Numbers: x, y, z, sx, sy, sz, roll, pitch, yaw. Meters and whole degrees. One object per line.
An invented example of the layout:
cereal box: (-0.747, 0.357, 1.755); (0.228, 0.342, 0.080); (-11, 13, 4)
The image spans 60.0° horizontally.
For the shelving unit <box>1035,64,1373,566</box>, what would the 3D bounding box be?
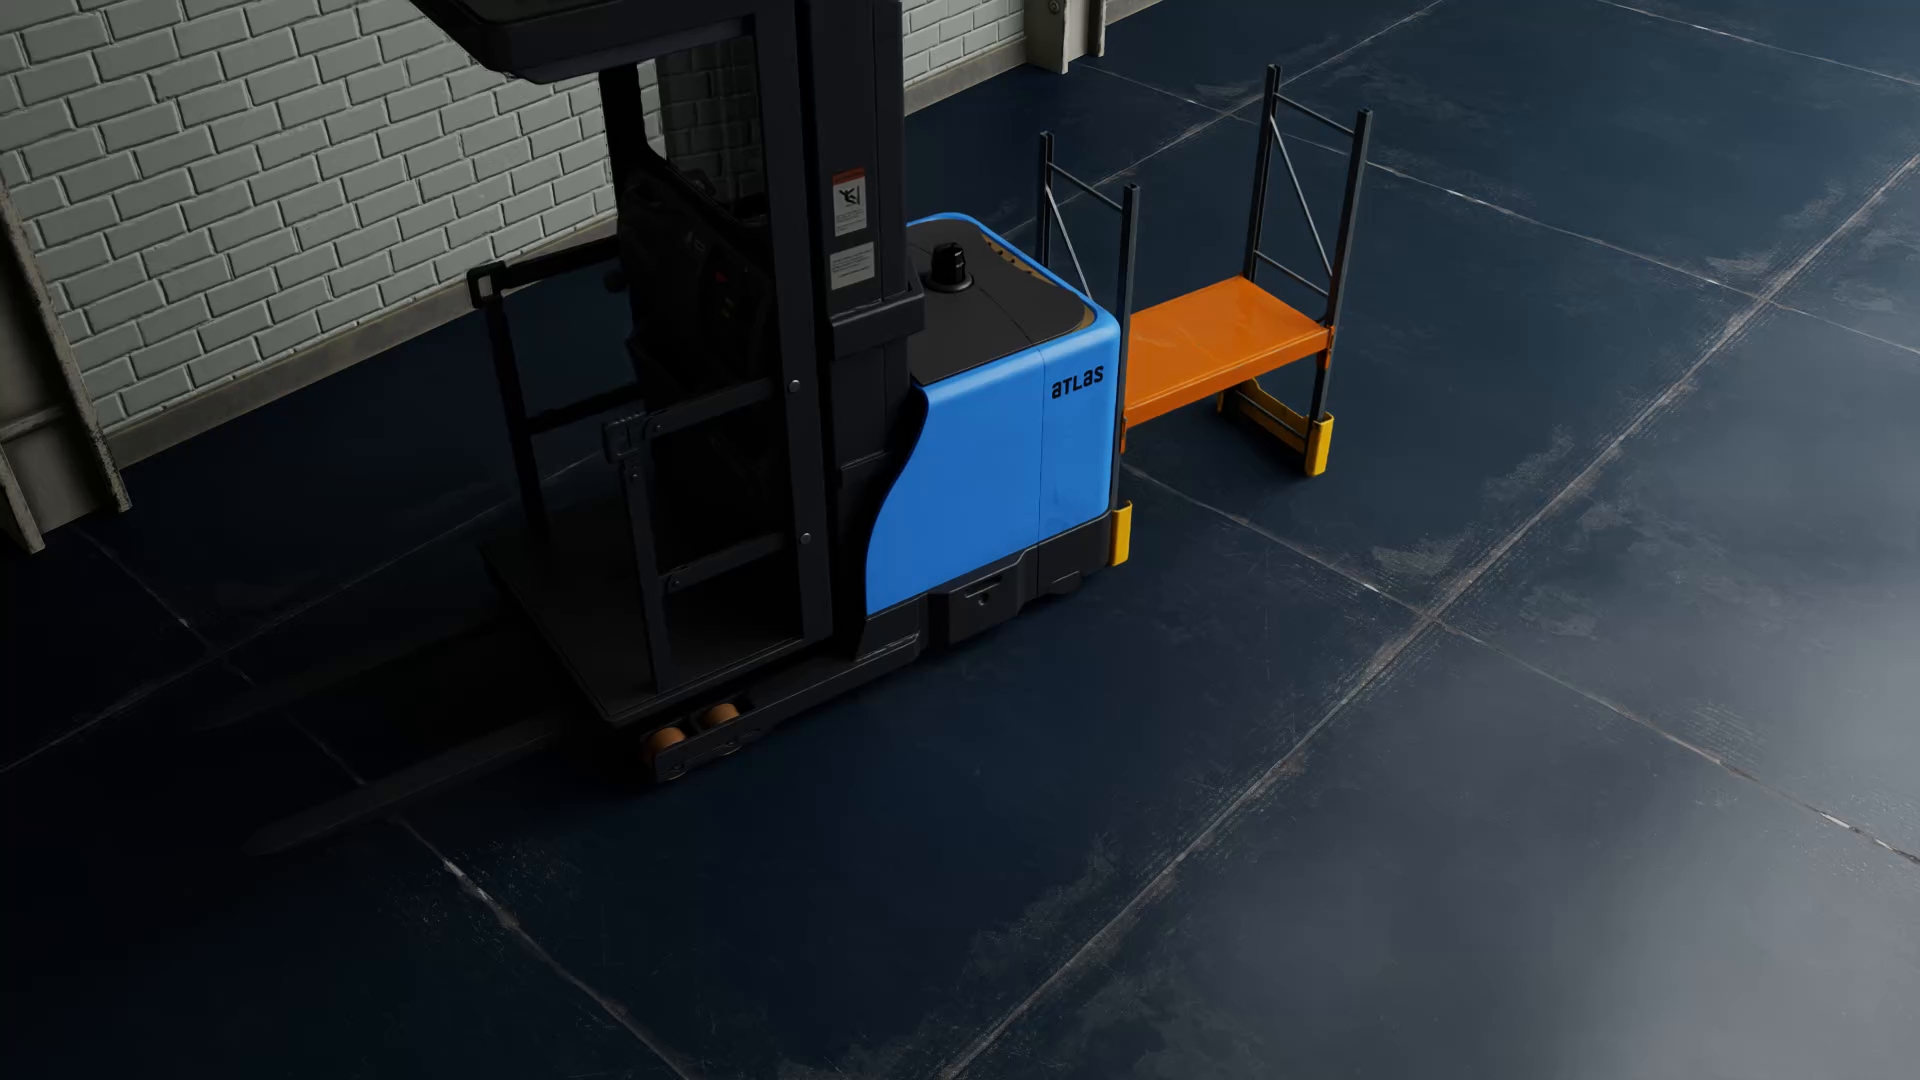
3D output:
shelving unit: (0.845, -0.826, 6.084); (1.083, 1.500, 0.587); (-23, 44, -26)

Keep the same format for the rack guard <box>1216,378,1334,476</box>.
rack guard: (1.258, -0.510, 6.690); (0.087, 0.250, 0.587); (-23, 44, -26)

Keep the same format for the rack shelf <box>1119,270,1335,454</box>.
rack shelf: (0.838, -0.682, 6.192); (1.000, 0.185, 0.538); (-23, 44, -26)

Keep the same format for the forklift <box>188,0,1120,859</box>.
forklift: (-0.966, -0.761, 4.853); (3.031, 2.935, 1.130); (-23, 44, -26)

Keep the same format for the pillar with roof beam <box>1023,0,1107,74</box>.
pillar with roof beam: (3.790, -4.572, 4.770); (9.100, 9.000, 0.400); (30, 47, 32)

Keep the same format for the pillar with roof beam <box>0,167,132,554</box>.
pillar with roof beam: (-0.258, -1.816, 1.304); (9.100, 9.000, 0.400); (30, 47, 32)

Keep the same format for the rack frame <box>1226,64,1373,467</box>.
rack frame: (1.259, -0.999, 6.302); (0.032, 1.500, 0.500); (-23, 44, -26)

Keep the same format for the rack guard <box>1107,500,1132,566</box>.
rack guard: (0.432, -0.164, 6.255); (0.087, 0.250, 0.587); (-23, 44, -26)

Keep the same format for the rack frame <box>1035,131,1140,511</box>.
rack frame: (0.416, -0.646, 5.858); (0.032, 1.500, 0.500); (-23, 44, -26)
